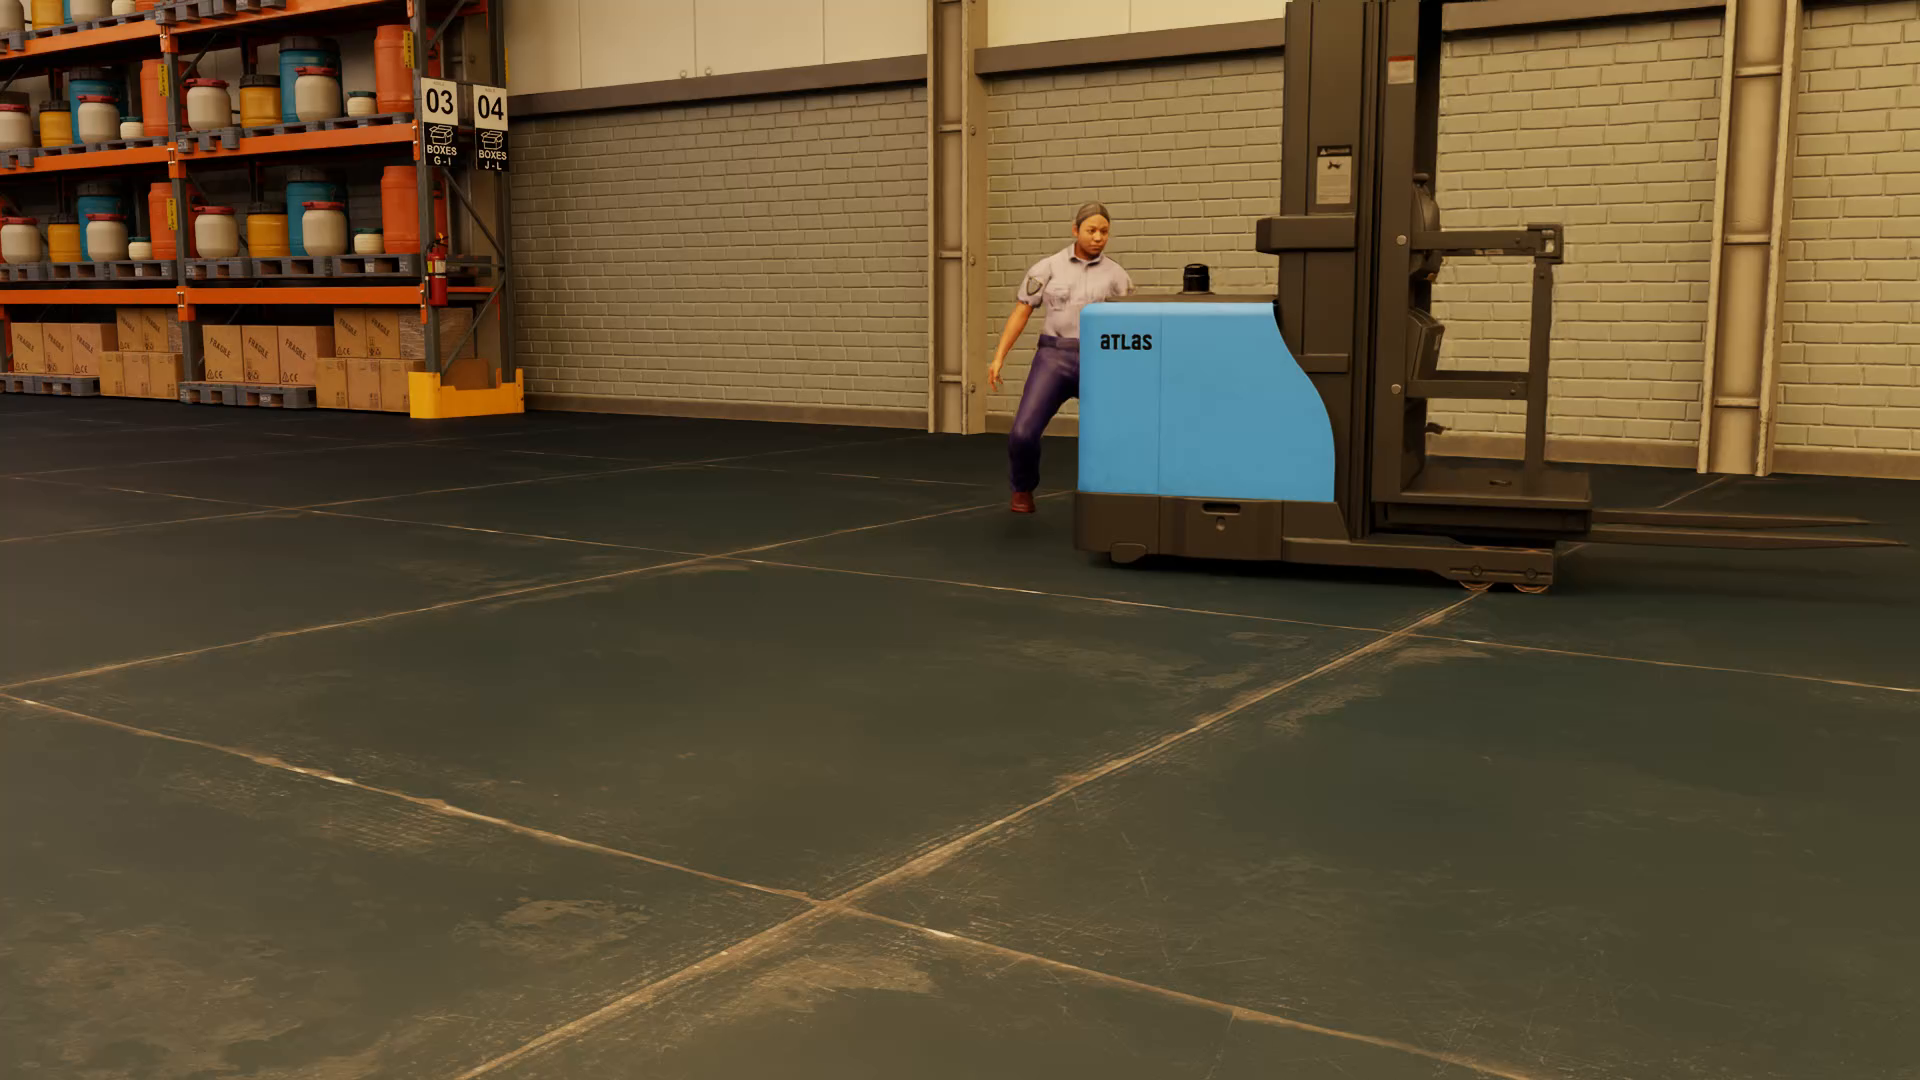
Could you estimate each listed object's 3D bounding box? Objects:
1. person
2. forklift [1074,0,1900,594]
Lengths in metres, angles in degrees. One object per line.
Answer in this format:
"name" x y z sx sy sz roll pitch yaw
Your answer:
"person" 0.560 -0.817 7.962 0.850 1.550 0.545 0 8 1
"forklift" 2.043 -1.334 6.576 3.031 2.935 1.130 3 9 20
